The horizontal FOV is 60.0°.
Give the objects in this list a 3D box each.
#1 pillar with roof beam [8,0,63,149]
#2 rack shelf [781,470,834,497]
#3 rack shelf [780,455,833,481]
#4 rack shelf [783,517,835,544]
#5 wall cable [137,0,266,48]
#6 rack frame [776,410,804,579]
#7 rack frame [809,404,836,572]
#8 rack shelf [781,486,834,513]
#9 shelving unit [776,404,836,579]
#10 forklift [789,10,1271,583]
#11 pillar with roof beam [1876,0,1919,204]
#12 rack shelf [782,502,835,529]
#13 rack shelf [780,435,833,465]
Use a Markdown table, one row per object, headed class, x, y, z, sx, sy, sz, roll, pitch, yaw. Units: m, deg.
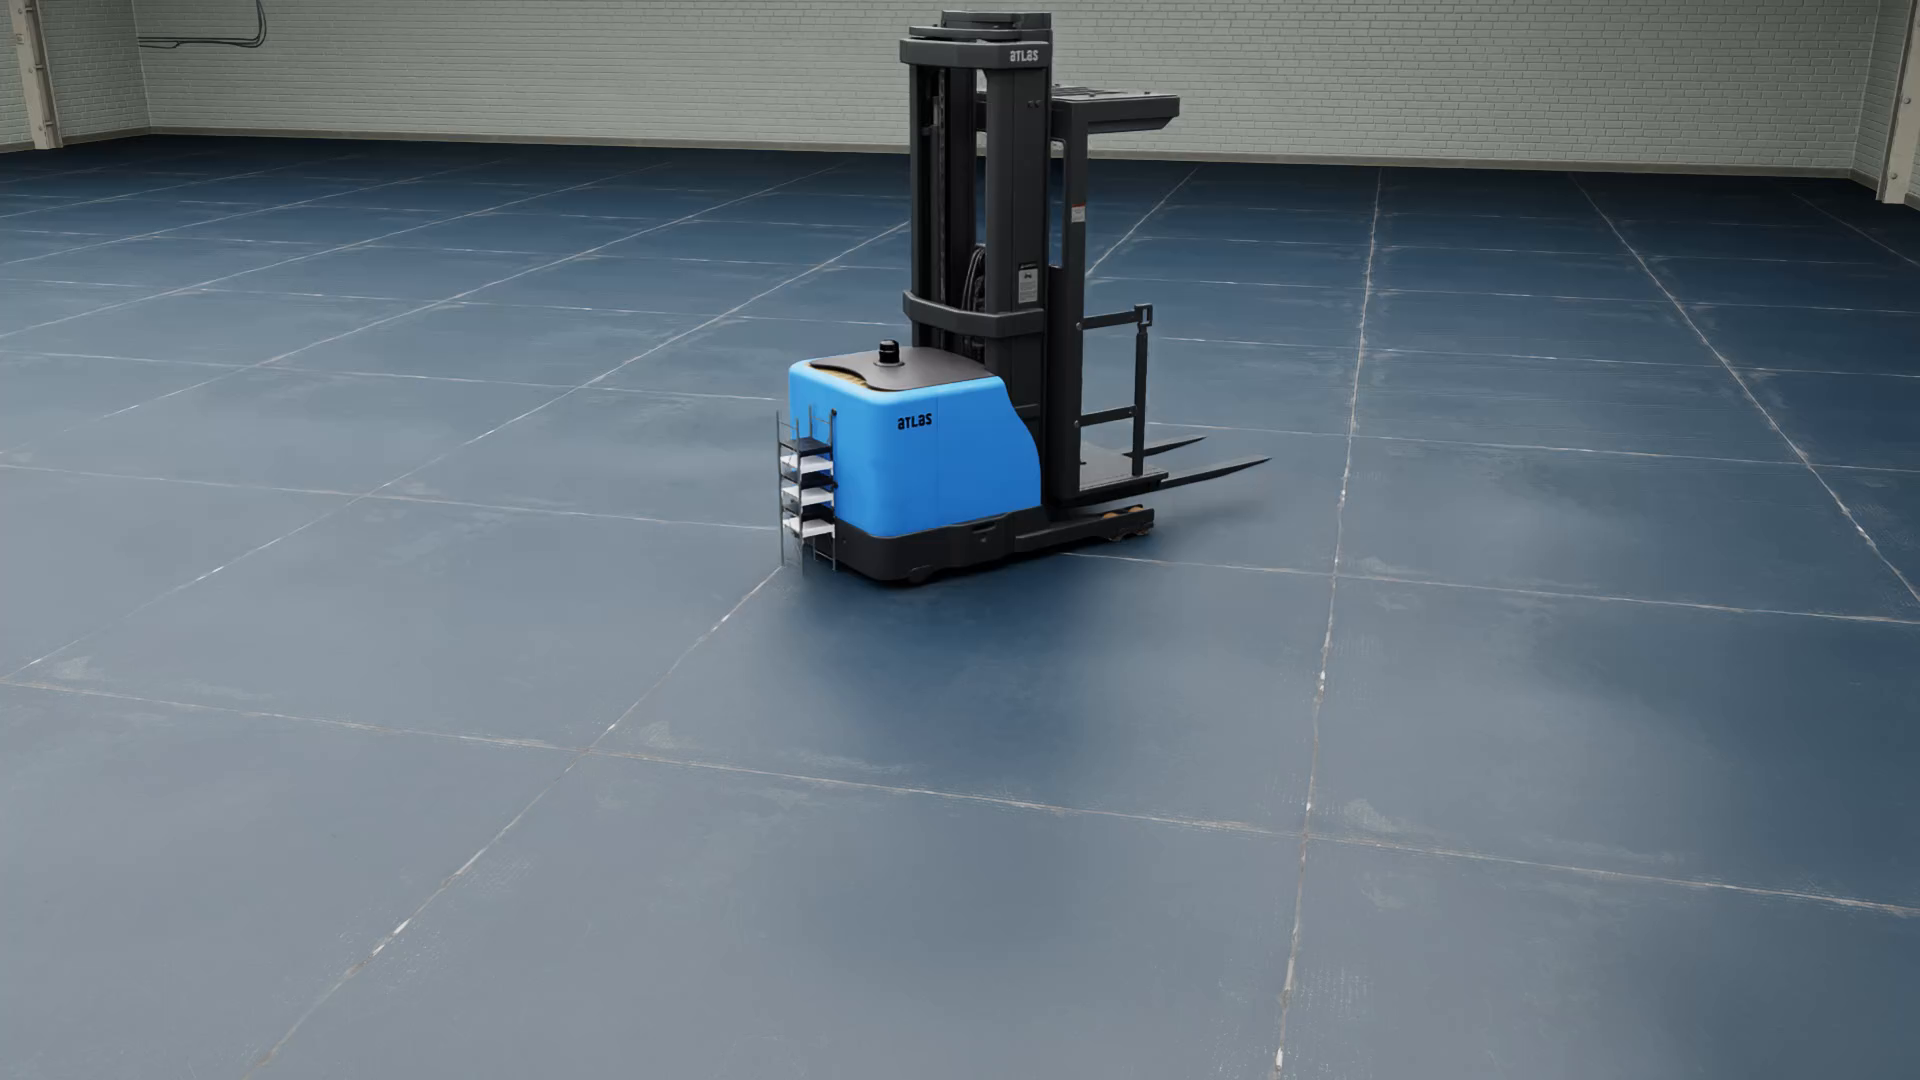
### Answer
| class | x | y | z | sx | sy | sz | roll | pitch | yaw |
| --- | --- | --- | --- | --- | --- | --- | --- | --- | --- |
| pillar with roof beam | -12.952 | -11.285 | 28.805 | 9.100 | 9.000 | 0.400 | 5 | 19 | 13 |
| rack shelf | -0.838 | -0.317 | 9.047 | 0.200 | 0.077 | 0.258 | -13 | 23 | -33 |
| rack shelf | -0.838 | -0.402 | 9.018 | 0.200 | 0.077 | 0.258 | -13 | 23 | -33 |
| rack shelf | -0.838 | -0.061 | 9.135 | 0.200 | 0.077 | 0.258 | -13 | 23 | -33 |
| wall cable | -15.124 | -10.975 | 32.700 | 3.097 | 2.526 | 0.112 | 5 | 19 | 13 |
| rack frame | -0.922 | -0.244 | 9.011 | 0.006 | 0.900 | 0.240 | -13 | 23 | -33 |
| rack frame | -0.755 | -0.282 | 9.120 | 0.006 | 0.900 | 0.240 | -13 | 23 | -33 |
| rack shelf | -0.838 | -0.232 | 9.077 | 0.200 | 0.077 | 0.258 | -13 | 23 | -33 |
| shelving unit | -0.838 | -0.263 | 9.066 | 0.210 | 0.900 | 0.258 | -13 | 23 | -33 |
| forklift | 0.533 | -1.506 | 9.561 | 3.031 | 2.935 | 1.130 | -13 | 23 | -33 |
| pillar with roof beam | 9.244 | -9.477 | 23.513 | 9.100 | 9.000 | 0.400 | 5 | 19 | 13 |
| rack shelf | -0.838 | -0.146 | 9.106 | 0.200 | 0.077 | 0.258 | -13 | 23 | -33 |
| rack shelf | -0.838 | -0.487 | 8.989 | 0.200 | 0.077 | 0.258 | -13 | 23 | -33 |
